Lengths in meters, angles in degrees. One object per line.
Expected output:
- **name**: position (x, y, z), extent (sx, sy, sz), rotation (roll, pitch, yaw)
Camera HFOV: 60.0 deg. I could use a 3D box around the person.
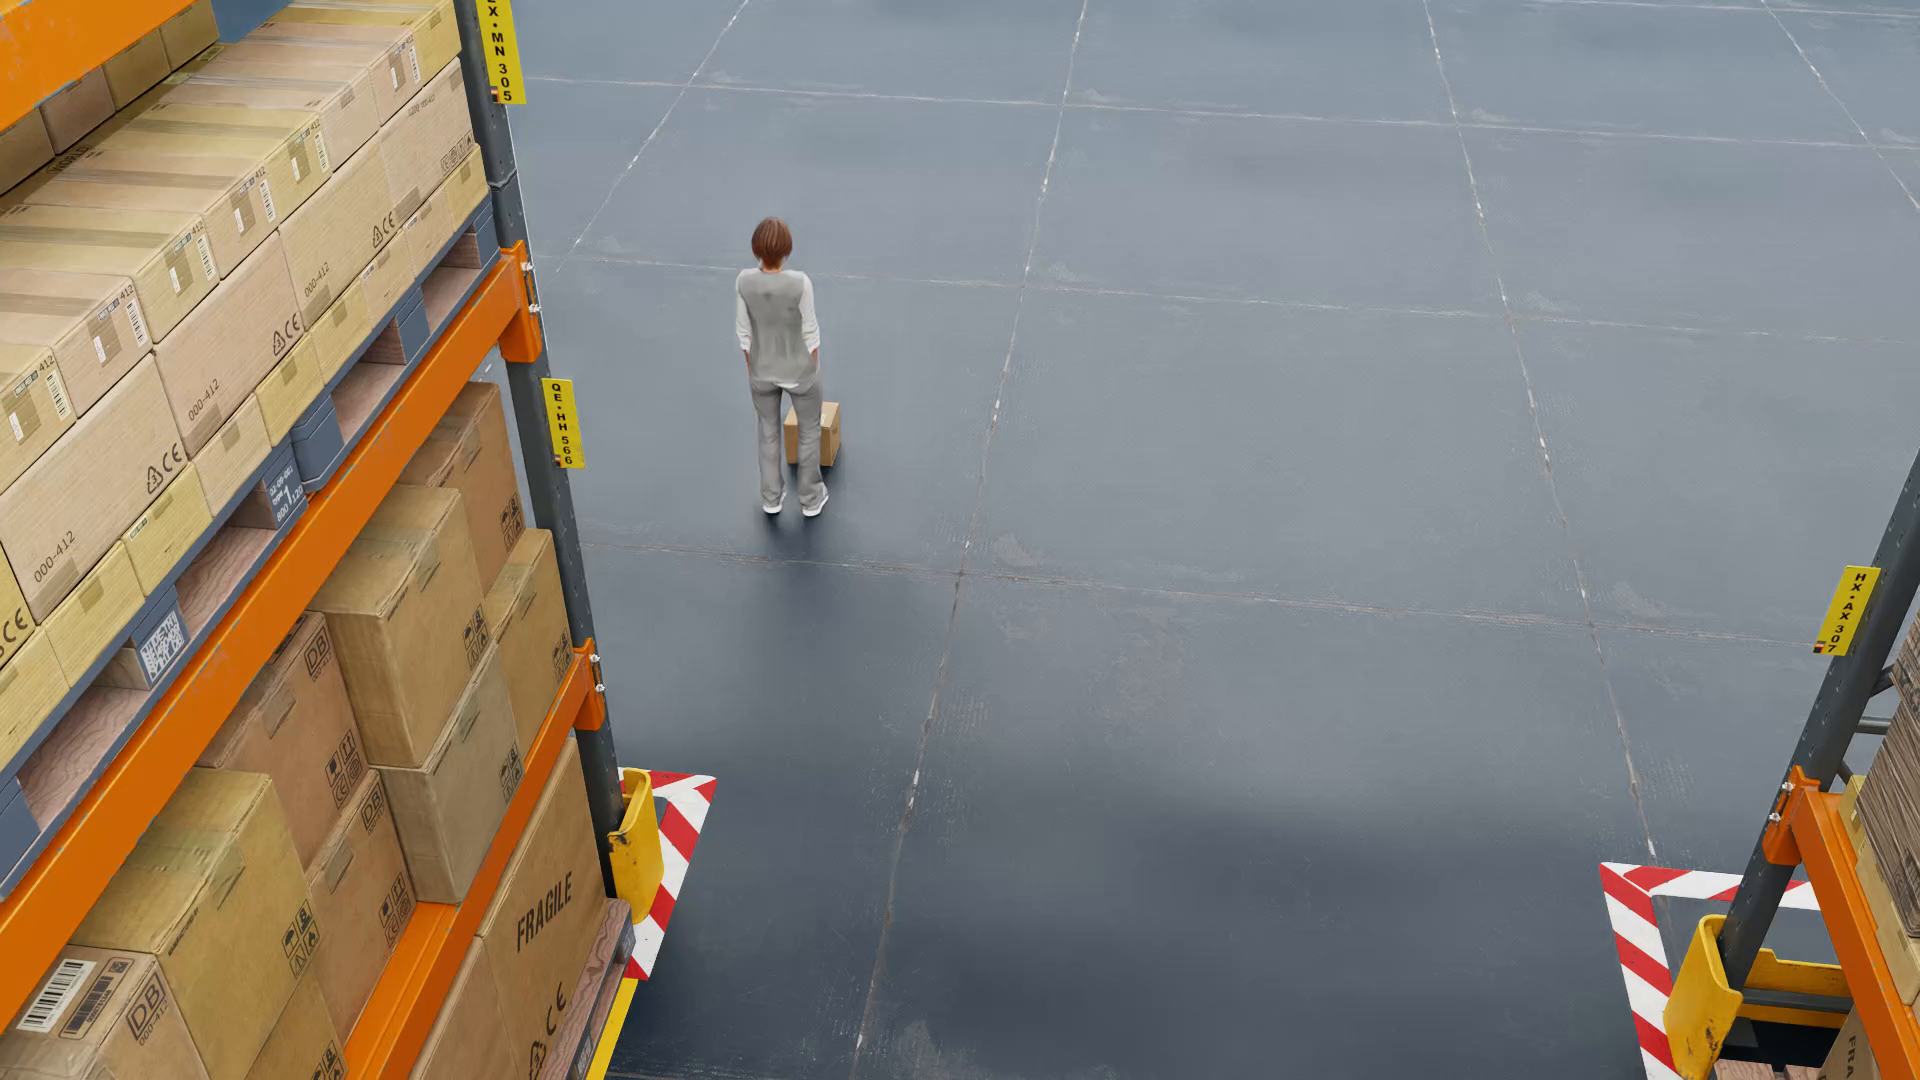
- **person**: position (-0.883, -0.817, 8.168), extent (0.409, 1.577, 0.300), rotation (5, 37, 7)
